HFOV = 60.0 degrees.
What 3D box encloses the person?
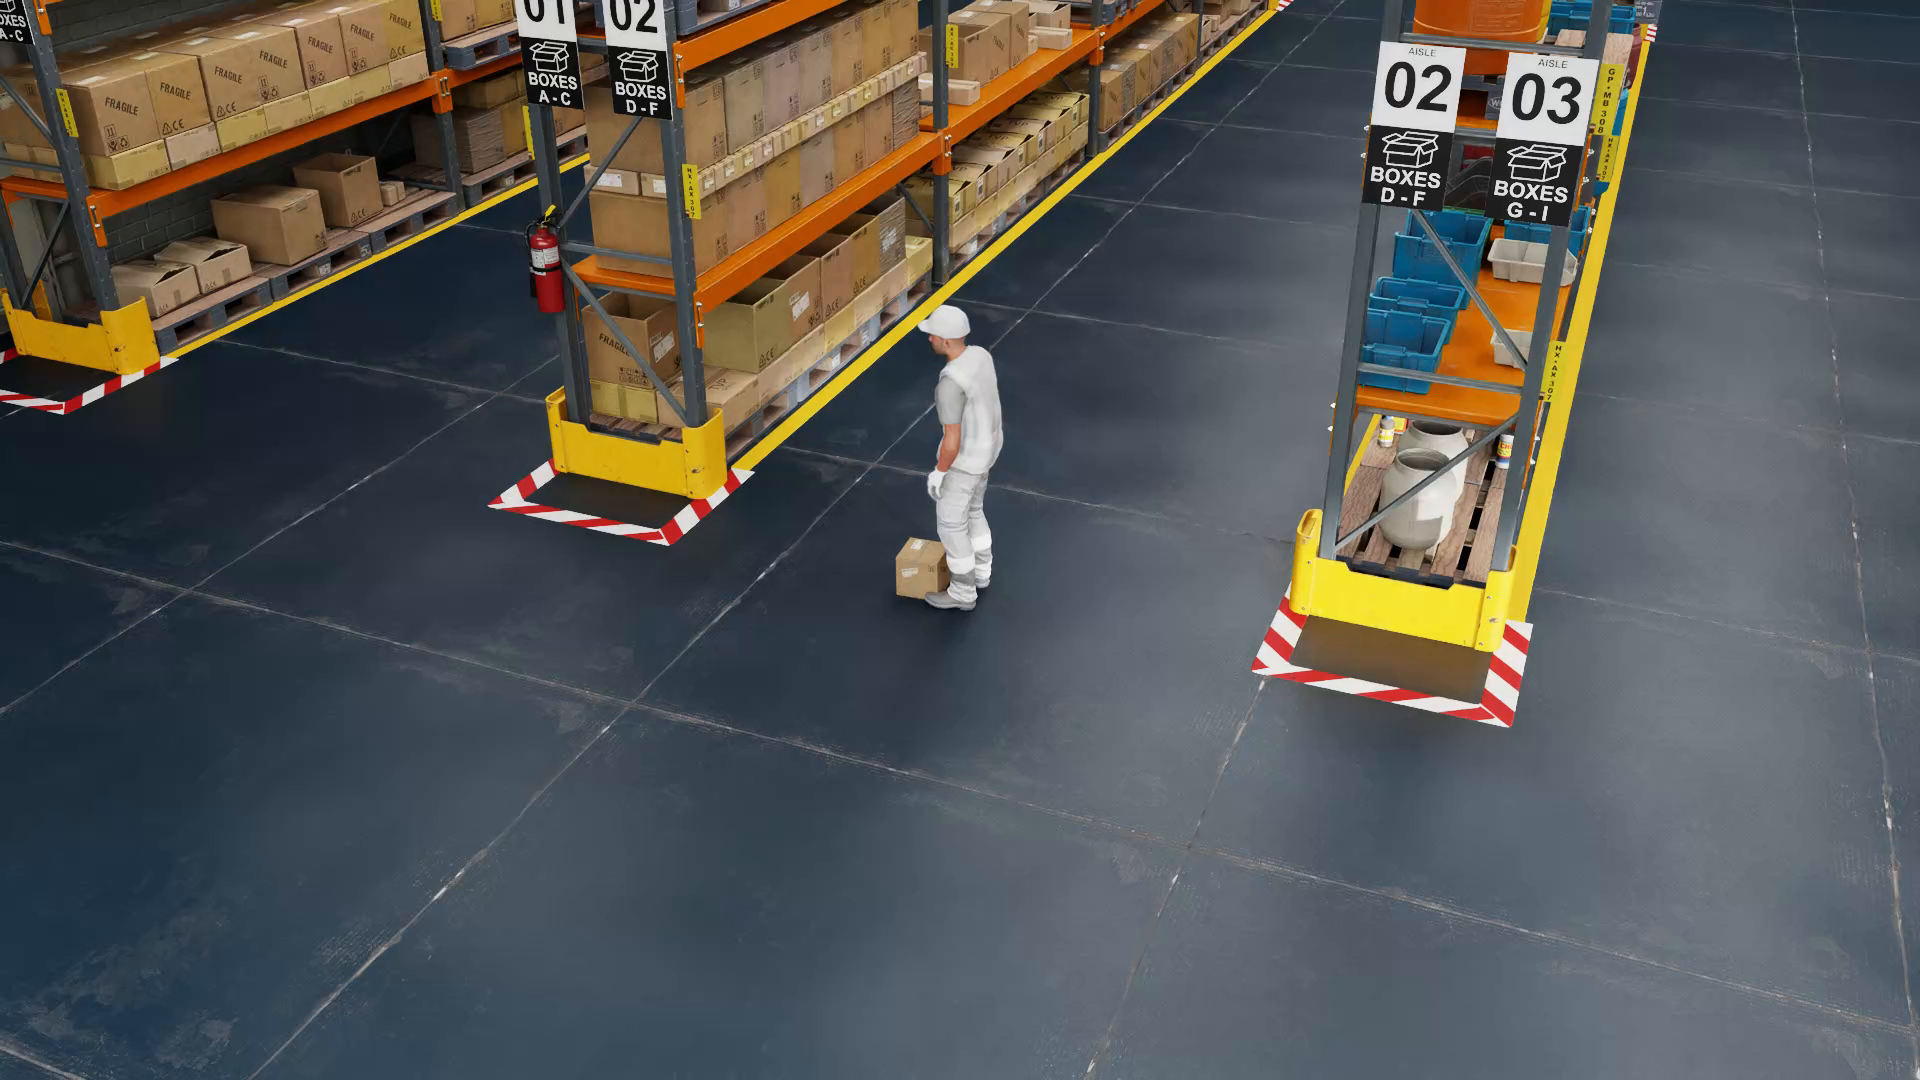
[{"bbox_3d":[0.001,-0.455,9.194,0.448,1.780,0.609,12,31,20],"label":"person"}]
